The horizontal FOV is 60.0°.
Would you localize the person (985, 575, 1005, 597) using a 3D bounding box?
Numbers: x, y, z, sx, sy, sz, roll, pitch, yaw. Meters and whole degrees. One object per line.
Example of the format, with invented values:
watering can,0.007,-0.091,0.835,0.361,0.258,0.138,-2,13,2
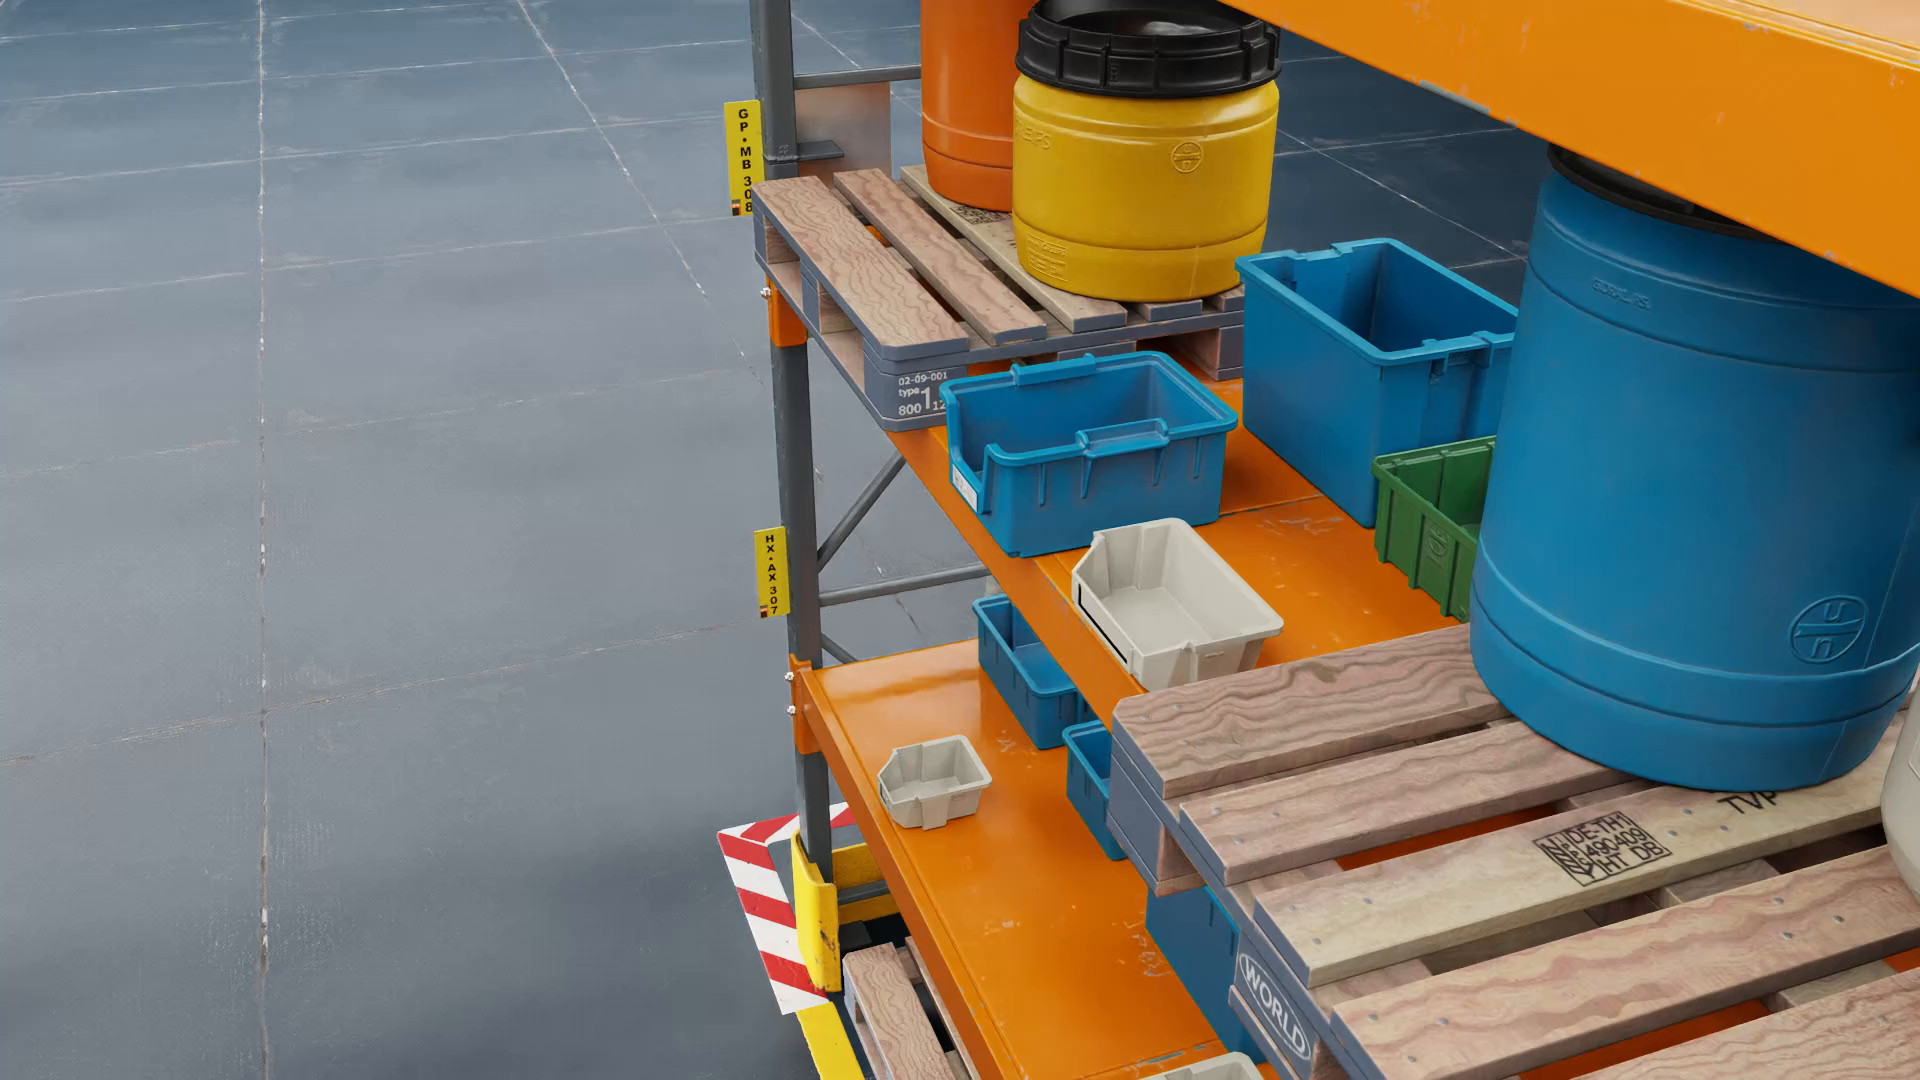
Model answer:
person,0.269,-0.276,7.605,0.437,1.748,0.587,-10,31,-17
